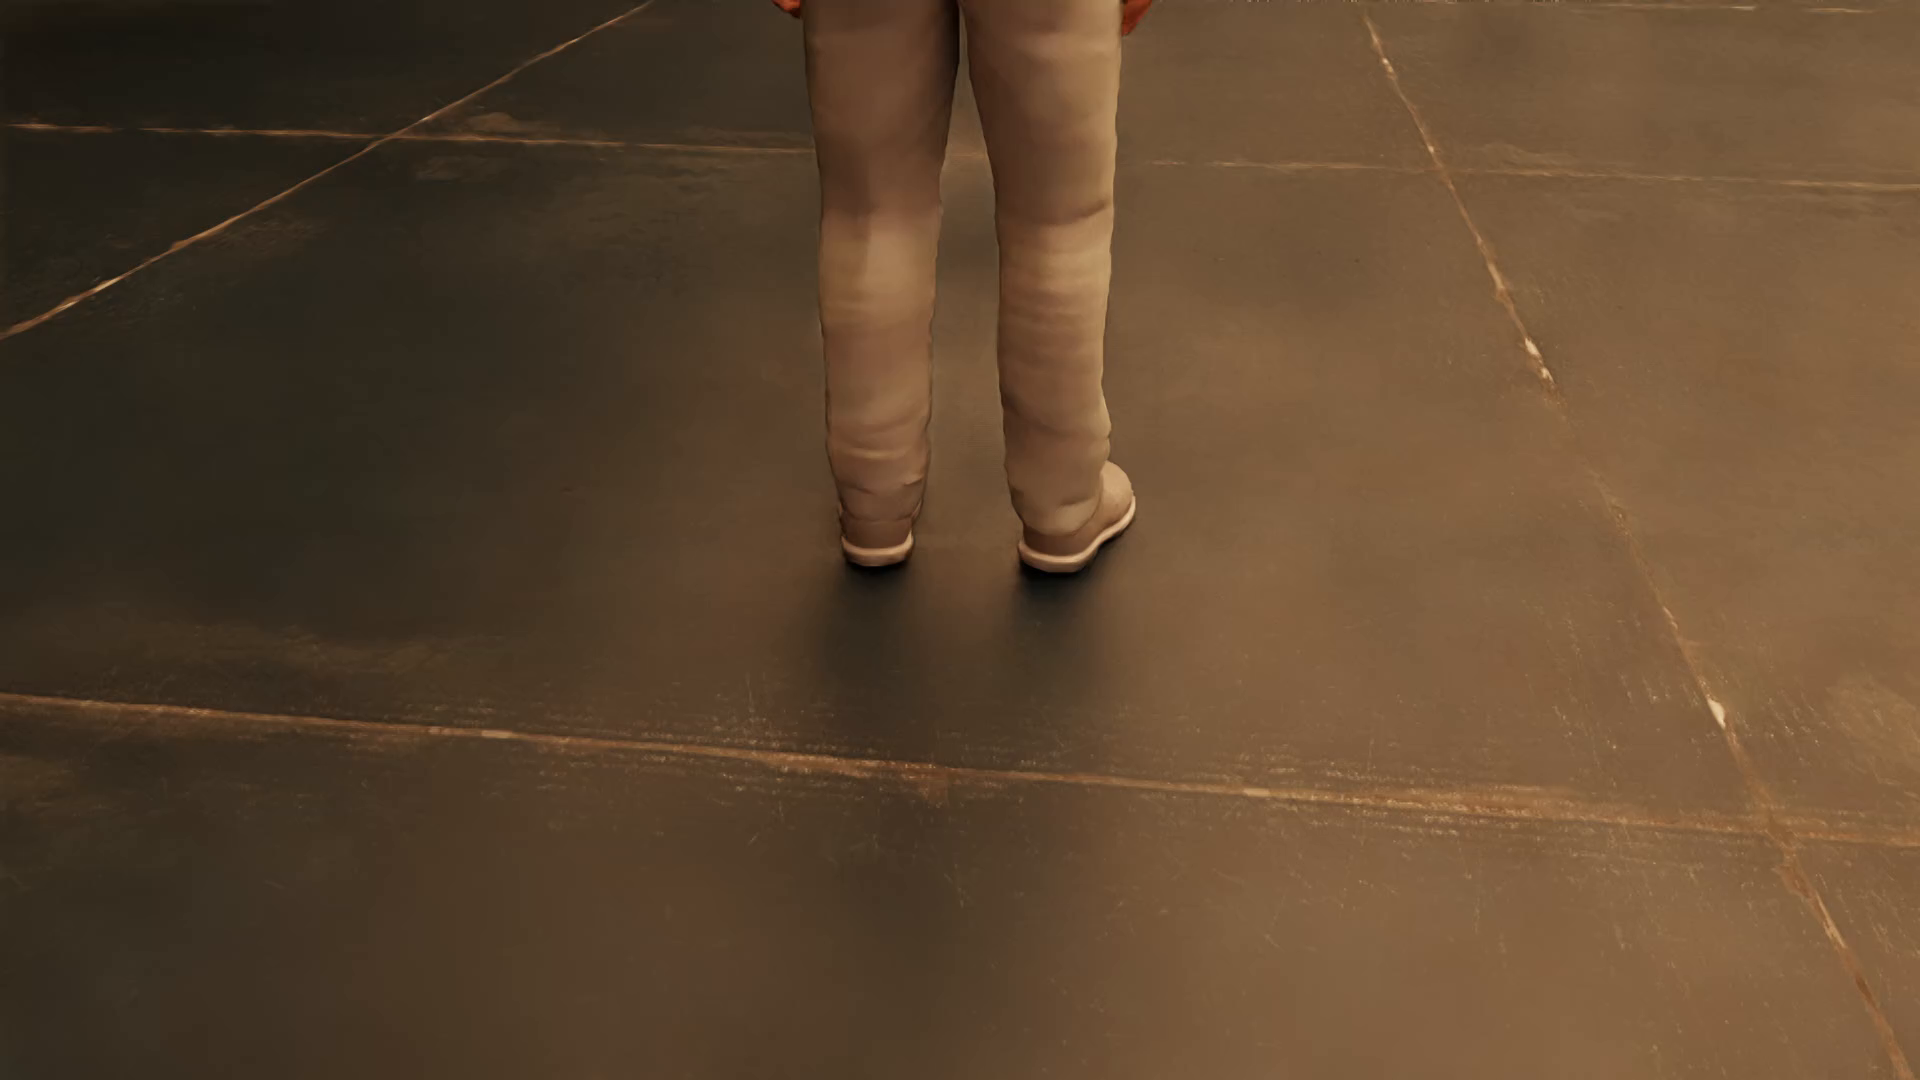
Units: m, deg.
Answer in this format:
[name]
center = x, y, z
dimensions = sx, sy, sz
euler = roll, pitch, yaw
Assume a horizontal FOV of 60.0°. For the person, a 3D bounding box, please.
[person]
center = 0.001, -0.799, 2.119
dimensions = 0.523, 1.773, 0.396
euler = 3, 27, 7
